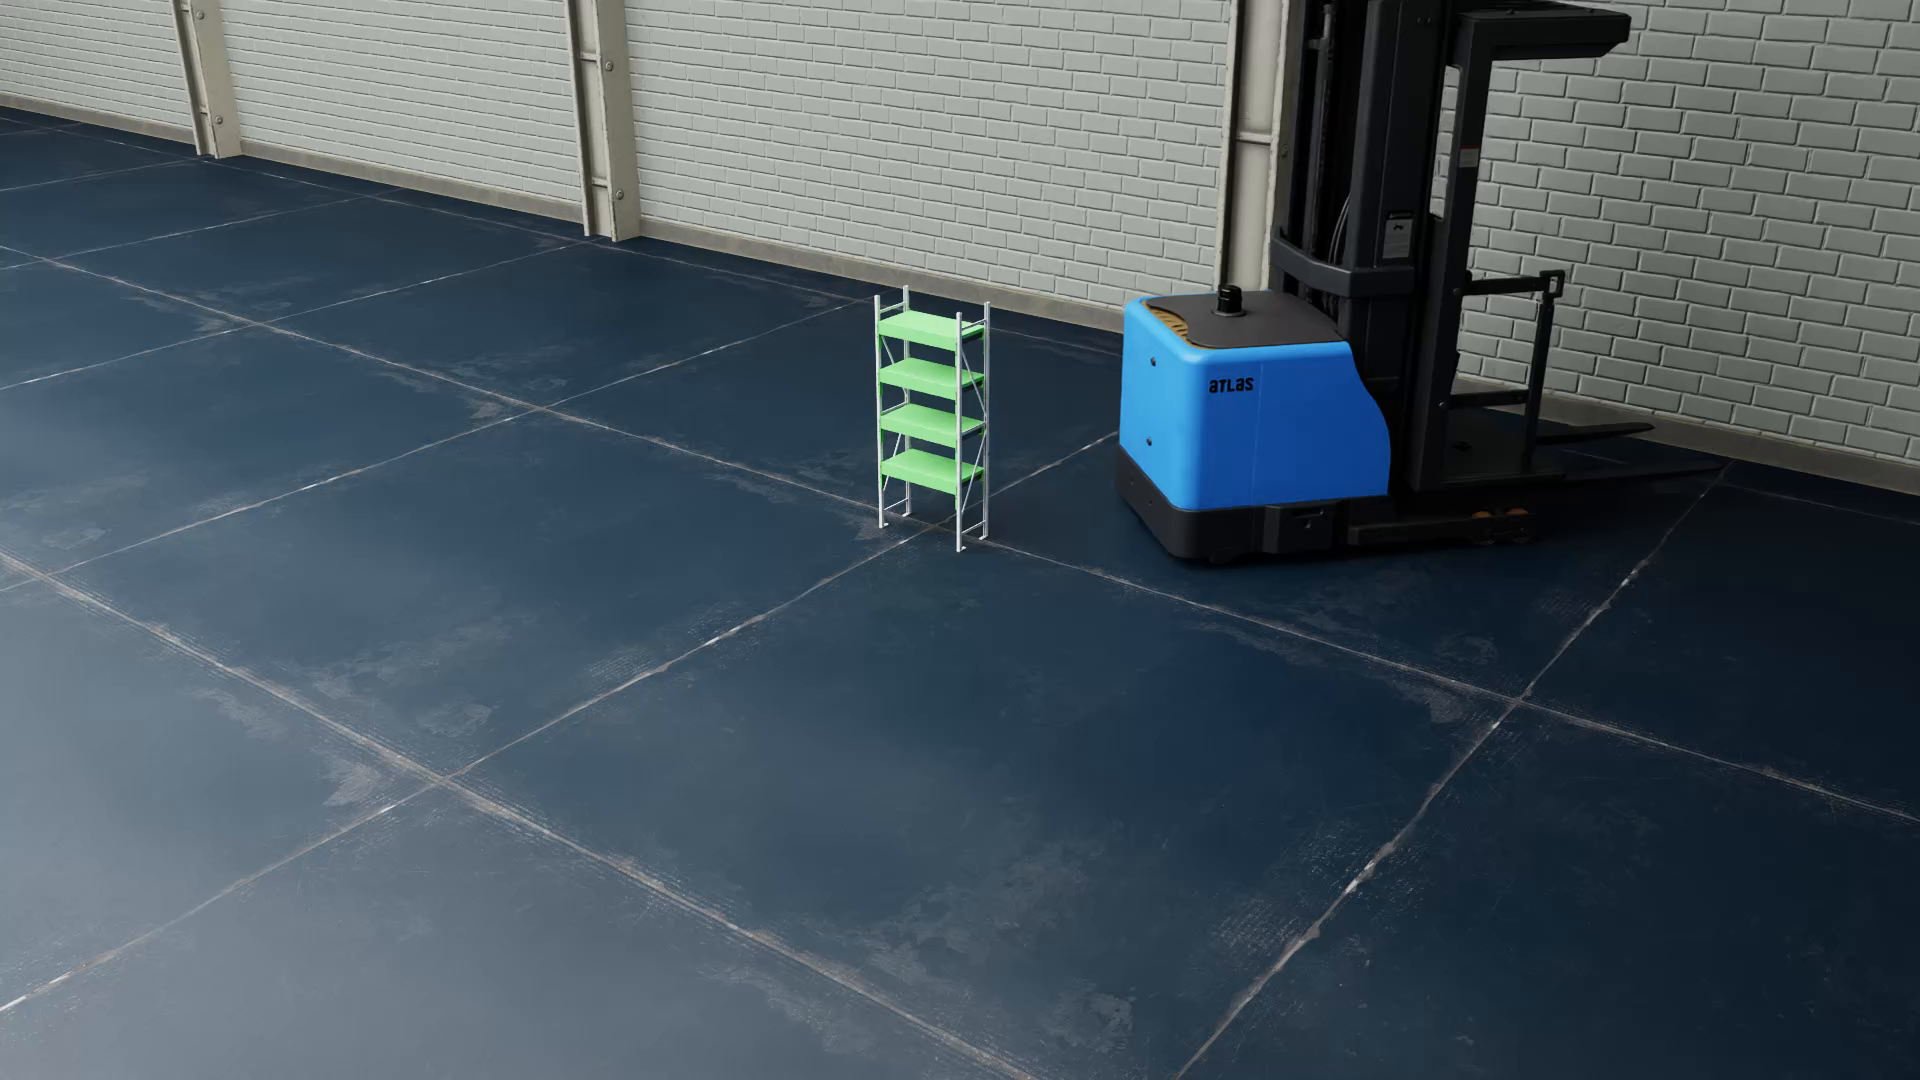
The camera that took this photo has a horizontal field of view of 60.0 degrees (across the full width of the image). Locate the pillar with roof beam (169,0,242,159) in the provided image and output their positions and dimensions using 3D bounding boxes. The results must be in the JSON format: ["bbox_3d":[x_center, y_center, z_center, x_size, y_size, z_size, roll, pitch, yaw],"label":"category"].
[{"bbox_3d":[-10.326,-6.773,12.461,0.400,9.000,9.100,17,29,33],"label":"pillar with roof beam"}]

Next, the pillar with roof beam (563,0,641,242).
[{"bbox_3d":[-5.525,-5.322,9.168,0.400,9.000,9.100,17,29,33],"label":"pillar with roof beam"}]

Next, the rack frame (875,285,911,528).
[{"bbox_3d":[-0.328,-0.648,8.233,0.015,1.200,0.240,17,29,33],"label":"rack frame"}]

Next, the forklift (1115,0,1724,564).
[{"bbox_3d":[2.384,-1.516,8.055,3.031,2.935,1.130,-5,24,-11],"label":"forklift"}]

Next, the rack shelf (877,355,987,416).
[{"bbox_3d":[-0.132,-0.750,8.028,0.480,0.148,0.258,17,29,33],"label":"rack shelf"}]

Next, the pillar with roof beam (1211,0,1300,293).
[{"bbox_3d":[-0.724,-3.871,5.875,0.400,9.000,9.100,17,29,33],"label":"pillar with roof beam"}]

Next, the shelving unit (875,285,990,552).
[{"bbox_3d":[-0.132,-0.589,8.099,0.503,1.200,0.258,17,29,33],"label":"shelving unit"}]

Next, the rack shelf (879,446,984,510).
[{"bbox_3d":[-0.132,-0.311,8.221,0.480,0.148,0.258,17,29,33],"label":"rack shelf"}]

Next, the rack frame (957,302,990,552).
[{"bbox_3d":[0.063,-0.530,7.965,0.015,1.200,0.240,17,29,33],"label":"rack frame"}]

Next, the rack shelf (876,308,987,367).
[{"bbox_3d":[-0.132,-0.970,7.931,0.480,0.148,0.258,17,29,33],"label":"rack shelf"}]

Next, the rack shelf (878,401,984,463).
[{"bbox_3d":[-0.132,-0.531,8.125,0.480,0.148,0.258,17,29,33],"label":"rack shelf"}]
